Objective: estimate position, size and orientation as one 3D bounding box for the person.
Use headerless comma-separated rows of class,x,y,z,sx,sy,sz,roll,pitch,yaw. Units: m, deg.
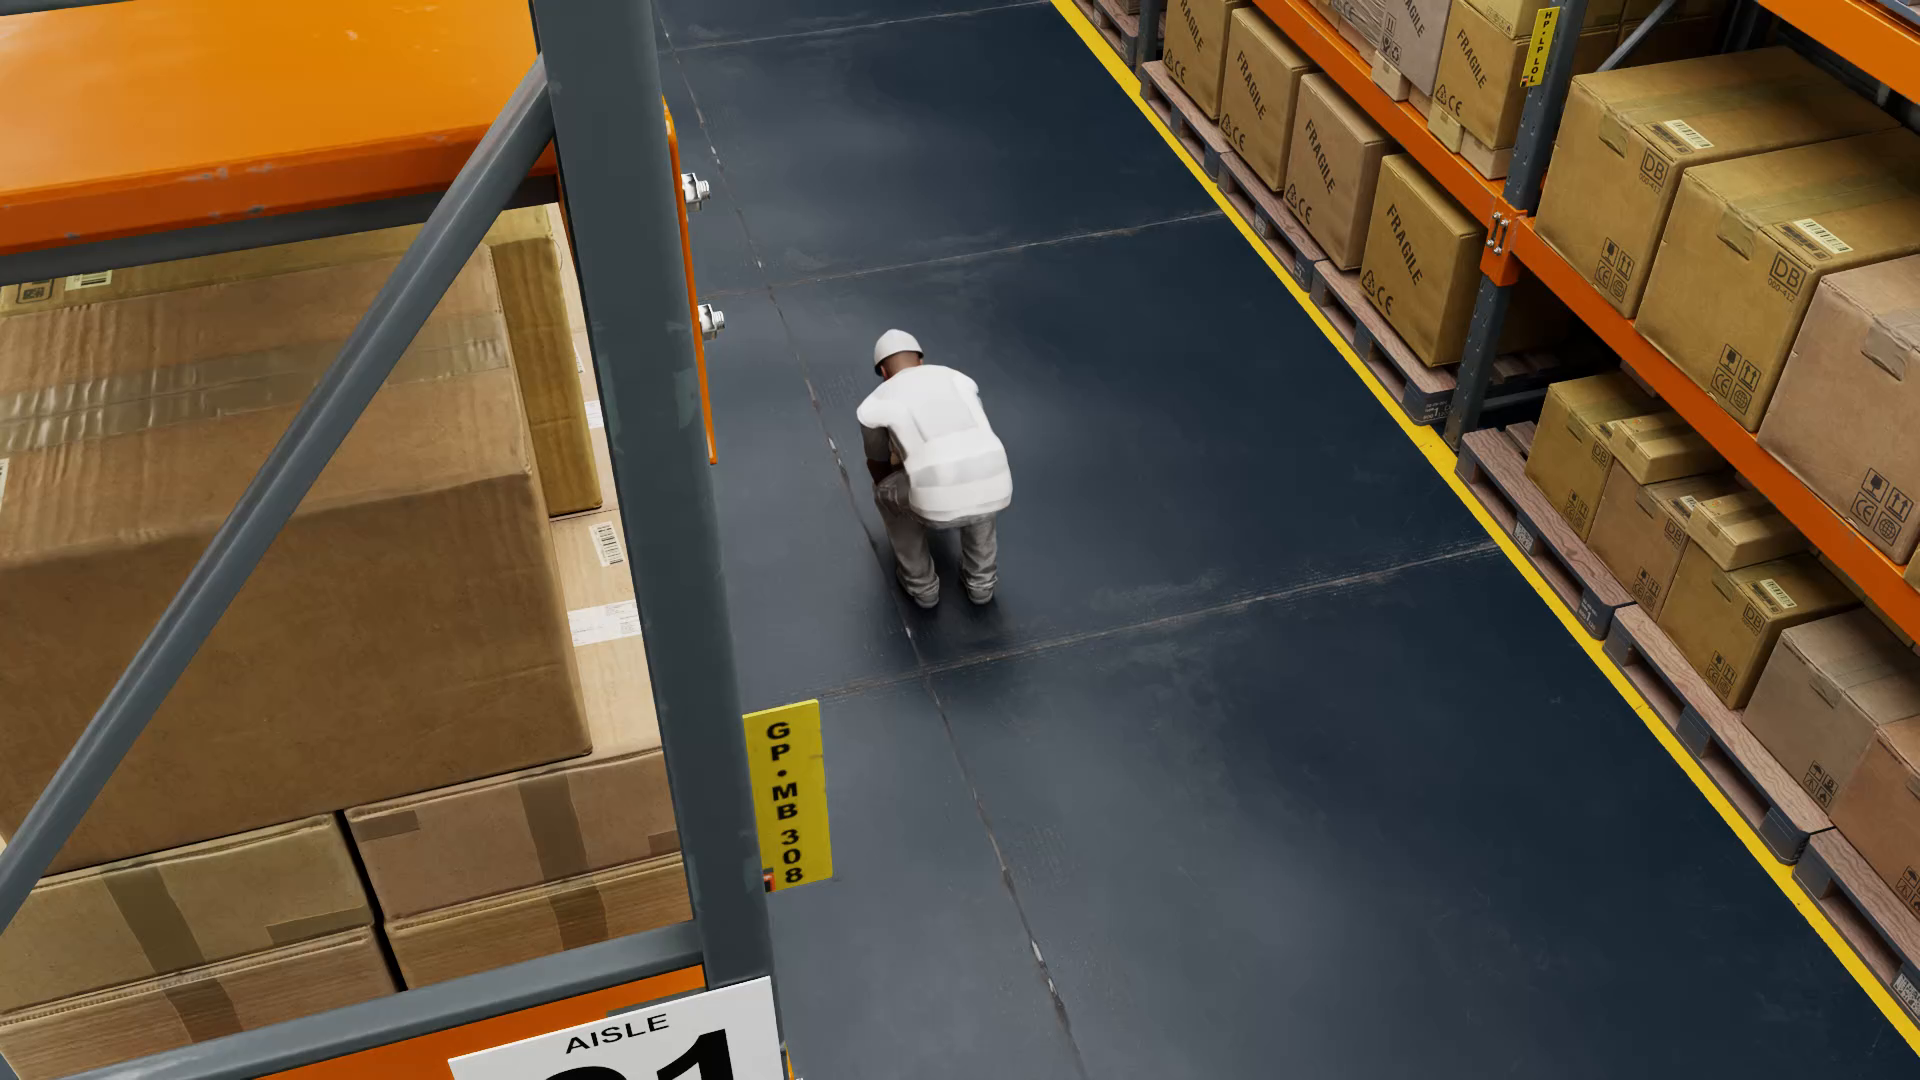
person,-0.128,-0.252,7.012,0.548,1.002,0.972,-14,44,-15
